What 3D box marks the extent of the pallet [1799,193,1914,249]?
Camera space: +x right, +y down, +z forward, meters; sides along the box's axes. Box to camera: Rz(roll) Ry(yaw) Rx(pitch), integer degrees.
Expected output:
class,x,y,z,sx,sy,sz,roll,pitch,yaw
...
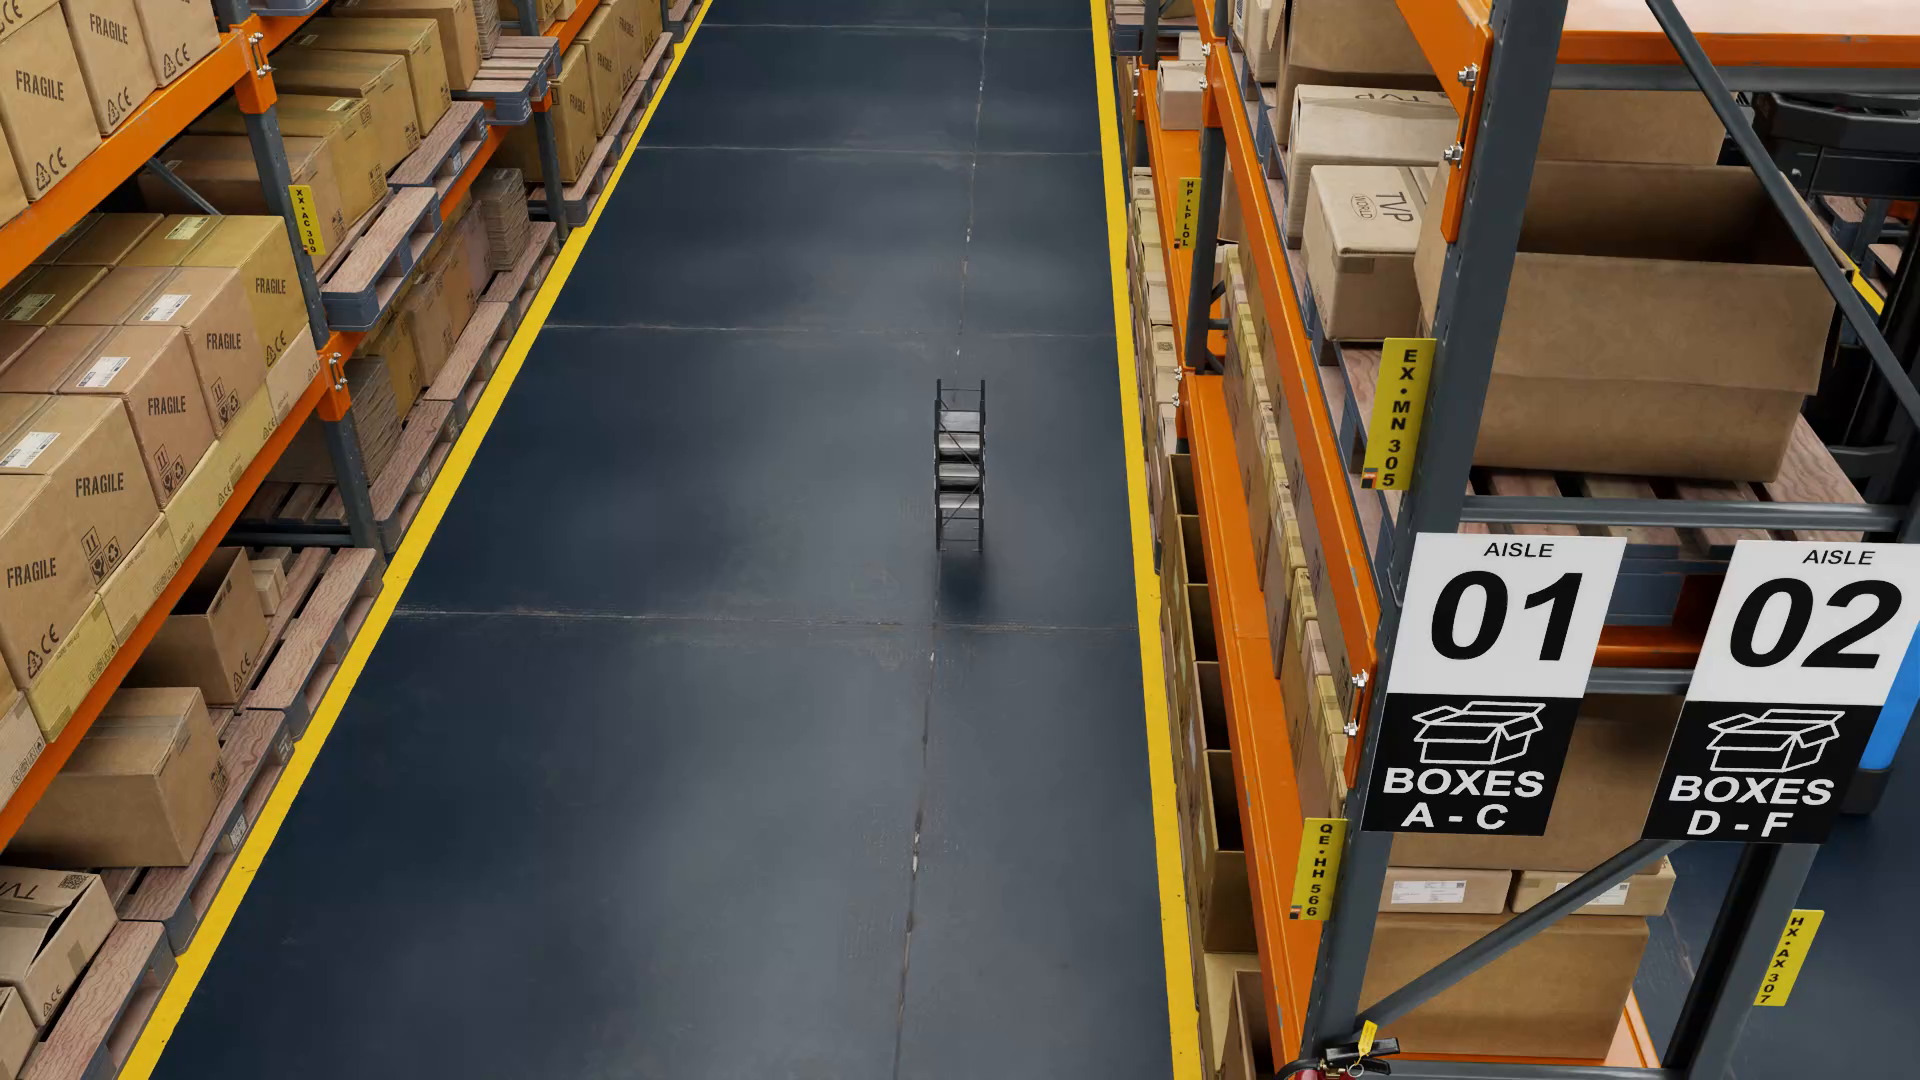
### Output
class,x,y,z,sx,sy,sz,roll,pitch,yaw
pallet,6.622,-2.446,11.993,1.003,0.211,1.213,1,35,2

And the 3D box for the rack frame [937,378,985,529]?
class,x,y,z,sx,sy,sz,roll,pitch,yaw
rack frame,0.004,-0.431,8.527,0.240,0.900,0.006,1,35,2

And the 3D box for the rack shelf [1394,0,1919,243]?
class,x,y,z,sx,sy,sz,roll,pitch,yaw
rack shelf,1.442,-1.799,4.403,1.077,0.370,4.000,1,35,2

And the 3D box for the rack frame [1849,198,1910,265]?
class,x,y,z,sx,sy,sz,roll,pitch,yaw
rack frame,6.632,-3.133,10.545,1.000,3.000,0.127,1,35,2

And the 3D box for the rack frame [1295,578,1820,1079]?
class,x,y,z,sx,sy,sz,roll,pitch,yaw
rack frame,1.362,1.346,4.171,1.000,3.000,0.127,1,35,2

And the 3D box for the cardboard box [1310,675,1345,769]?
class,x,y,z,sx,sy,sz,roll,pitch,yaw
cardboard box,1.206,0.519,4.698,0.380,0.149,0.250,1,35,1

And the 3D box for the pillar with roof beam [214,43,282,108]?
class,x,y,z,sx,sy,sz,roll,pitch,yaw
pillar with roof beam,0.118,-4.990,7.970,9.100,9.000,0.400,1,35,2

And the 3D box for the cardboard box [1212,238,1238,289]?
class,x,y,z,sx,sy,sz,roll,pitch,yaw
cardboard box,1.374,-1.406,8.205,0.396,0.266,0.258,1,35,1

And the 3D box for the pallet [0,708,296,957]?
class,x,y,z,sx,sy,sz,roll,pitch,yaw
pallet,-3.465,1.166,6.853,1.003,0.211,1.213,1,35,2

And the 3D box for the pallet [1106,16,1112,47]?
class,x,y,z,sx,sy,sz,roll,pitch,yaw
pallet,1.872,-4.802,15.344,1.003,0.211,1.213,1,35,2

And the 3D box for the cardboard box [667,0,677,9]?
class,x,y,z,sx,sy,sz,roll,pitch,yaw
cardboard box,-2.974,-5.237,15.347,0.700,0.500,0.500,2,35,2

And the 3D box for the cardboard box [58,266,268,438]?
class,x,y,z,sx,sy,sz,roll,pitch,yaw
cardboard box,-3.152,-0.752,6.618,0.500,0.500,0.500,1,35,2

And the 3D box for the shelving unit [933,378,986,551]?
class,x,y,z,sx,sy,sz,roll,pitch,yaw
shelving unit,0.000,-0.373,8.444,0.258,0.900,0.210,1,35,2

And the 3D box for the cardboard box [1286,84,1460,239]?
class,x,y,z,sx,sy,sz,roll,pitch,yaw
cardboard box,1.167,-1.061,4.578,0.500,0.311,0.500,5,35,7

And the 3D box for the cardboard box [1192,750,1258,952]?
class,x,y,z,sx,sy,sz,roll,pitch,yaw
cardboard box,1.111,1.103,5.892,0.500,0.500,0.500,1,35,2

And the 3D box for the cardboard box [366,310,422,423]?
class,x,y,z,sx,sy,sz,roll,pitch,yaw
cardboard box,-3.444,-0.943,9.220,0.700,0.500,0.500,1,35,1

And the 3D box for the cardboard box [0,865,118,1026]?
class,x,y,z,sx,sy,sz,roll,pitch,yaw
cardboard box,-3.447,1.431,6.006,0.500,0.311,0.500,4,35,6

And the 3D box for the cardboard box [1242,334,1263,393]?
class,x,y,z,sx,sy,sz,roll,pitch,yaw
cardboard box,1.290,-0.665,6.382,0.380,0.149,0.250,1,35,1

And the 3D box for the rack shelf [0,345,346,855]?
class,x,y,z,sx,sy,sz,roll,pitch,yaw
rack shelf,-3.508,0.379,6.173,1.077,0.370,4.000,1,35,2

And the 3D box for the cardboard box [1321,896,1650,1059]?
class,x,y,z,sx,sy,sz,roll,pitch,yaw
cardboard box,1.393,1.038,4.524,0.700,0.500,0.500,1,35,2

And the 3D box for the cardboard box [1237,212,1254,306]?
class,x,y,z,sx,sy,sz,roll,pitch,yaw
cardboard box,1.511,-1.268,6.676,0.700,0.500,0.500,1,35,2

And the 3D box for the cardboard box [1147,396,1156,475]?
class,x,y,z,sx,sy,sz,roll,pitch,yaw
cardboard box,1.272,-0.534,8.873,0.500,0.250,0.500,1,35,1

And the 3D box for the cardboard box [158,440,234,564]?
class,x,y,z,sx,sy,sz,roll,pitch,yaw
cardboard box,-3.177,-0.156,6.422,0.500,0.250,0.500,1,35,2

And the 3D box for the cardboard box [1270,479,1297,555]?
class,x,y,z,sx,sy,sz,roll,pitch,yaw
cardboard box,1.247,-0.075,5.543,0.380,0.149,0.250,1,35,1

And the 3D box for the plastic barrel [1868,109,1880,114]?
class,x,y,z,sx,sy,sz,roll,pitch,yaw
plastic barrel,6.568,-2.895,12.005,0.421,0.512,0.421,0,35,0

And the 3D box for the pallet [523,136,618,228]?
class,x,y,z,sx,sy,sz,roll,pitch,yaw
pallet,-3.160,-2.672,12.315,1.003,0.211,1.213,1,35,2

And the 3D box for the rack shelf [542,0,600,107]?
class,x,y,z,sx,sy,sz,roll,pitch,yaw
rack shelf,-3.186,-4.217,12.713,1.077,0.370,4.000,1,35,2

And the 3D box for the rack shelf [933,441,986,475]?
class,x,y,z,sx,sy,sz,roll,pitch,yaw
rack shelf,0.000,-0.419,8.411,0.258,0.077,0.200,1,35,2

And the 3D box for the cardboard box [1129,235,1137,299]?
class,x,y,z,sx,sy,sz,roll,pitch,yaw
cardboard box,1.349,-1.714,10.552,0.500,0.250,0.500,0,35,1

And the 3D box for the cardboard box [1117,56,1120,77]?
class,x,y,z,sx,sy,sz,roll,pitch,yaw
cardboard box,1.571,-4.126,13.750,0.500,0.500,0.500,2,35,3

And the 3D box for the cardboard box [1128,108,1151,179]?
class,x,y,z,sx,sy,sz,roll,pitch,yaw
cardboard box,1.486,-2.950,12.076,0.500,0.500,0.500,3,35,4

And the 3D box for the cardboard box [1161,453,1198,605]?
class,x,y,z,sx,sy,sz,roll,pitch,yaw
cardboard box,1.191,-0.046,7.527,0.500,0.500,0.500,1,35,2

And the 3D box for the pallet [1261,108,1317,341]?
class,x,y,z,sx,sy,sz,roll,pitch,yaw
pallet,1.462,-0.953,4.911,1.003,0.211,1.213,1,35,2

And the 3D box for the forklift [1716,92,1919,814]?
class,x,y,z,sx,sy,sz,roll,pitch,yaw
forklift,3.602,-0.895,7.420,1.130,2.935,3.031,6,36,8

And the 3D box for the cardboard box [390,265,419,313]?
class,x,y,z,sx,sy,sz,roll,pitch,yaw
cardboard box,-3.383,-1.503,9.365,0.500,0.250,0.500,0,35,1

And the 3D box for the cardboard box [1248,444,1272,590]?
class,x,y,z,sx,sy,sz,roll,pitch,yaw
cardboard box,1.472,-0.146,6.208,0.700,0.500,0.500,2,35,3

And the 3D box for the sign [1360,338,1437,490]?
class,x,y,z,sx,sy,sz,roll,pitch,yaw
sign,0.820,-0.231,3.106,0.100,0.325,0.005,1,35,2

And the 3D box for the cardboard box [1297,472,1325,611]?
class,x,y,z,sx,sy,sz,roll,pitch,yaw
cardboard box,1.431,-0.116,5.036,0.700,0.500,0.500,1,35,2

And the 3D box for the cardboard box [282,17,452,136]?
class,x,y,z,sx,sy,sz,roll,pitch,yaw
cardboard box,-3.303,-2.596,9.312,0.700,0.500,0.500,1,35,2

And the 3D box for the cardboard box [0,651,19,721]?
class,x,y,z,sx,sy,sz,roll,pitch,yaw
cardboard box,-3.239,0.429,4.937,0.500,0.500,0.500,1,35,2

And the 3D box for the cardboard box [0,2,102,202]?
class,x,y,z,sx,sy,sz,roll,pitch,yaw
cardboard box,-3.218,-1.435,5.416,0.500,0.500,0.500,0,35,0

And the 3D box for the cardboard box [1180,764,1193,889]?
class,x,y,z,sx,sy,sz,roll,pitch,yaw
cardboard box,1.136,1.123,6.516,0.500,0.250,0.500,1,35,2

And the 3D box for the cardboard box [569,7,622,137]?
class,x,y,z,sx,sy,sz,roll,pitch,yaw
cardboard box,-3.065,-3.577,12.681,0.750,0.750,0.750,1,35,2

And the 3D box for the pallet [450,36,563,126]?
class,x,y,z,sx,sy,sz,roll,pitch,yaw
pallet,-3.189,-2.872,10.340,1.213,0.211,1.003,1,35,2

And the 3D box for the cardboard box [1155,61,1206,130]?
class,x,y,z,sx,sy,sz,roll,pitch,yaw
cardboard box,1.454,-2.704,10.012,0.500,0.311,0.500,1,35,1

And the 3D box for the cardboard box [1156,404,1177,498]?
class,x,y,z,sx,sy,sz,roll,pitch,yaw
cardboard box,1.252,-0.467,8.290,0.500,0.311,0.500,1,35,2

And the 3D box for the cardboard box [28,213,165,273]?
class,x,y,z,sx,sy,sz,roll,pitch,yaw
cardboard box,-3.655,-1.052,7.045,0.500,0.500,0.500,1,35,1

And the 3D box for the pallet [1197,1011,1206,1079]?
class,x,y,z,sx,sy,sz,roll,pitch,yaw
pallet,1.351,2.047,5.600,1.003,0.211,1.213,1,35,2

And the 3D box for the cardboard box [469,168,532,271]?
class,x,y,z,sx,sy,sz,roll,pitch,yaw
cardboard box,-3.244,-2.105,10.873,0.700,0.500,0.500,2,35,3

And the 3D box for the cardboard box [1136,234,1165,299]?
class,x,y,z,sx,sy,sz,roll,pitch,yaw
cardboard box,1.333,-1.637,9.955,0.500,0.311,0.500,0,35,1

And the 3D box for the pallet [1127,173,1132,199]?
class,x,y,z,sx,sy,sz,roll,pitch,yaw
pallet,1.751,-2.537,12.122,1.003,0.211,1.213,1,35,2

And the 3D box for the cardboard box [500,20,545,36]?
class,x,y,z,sx,sy,sz,roll,pitch,yaw
cardboard box,-3.022,-3.451,11.199,0.380,0.149,0.250,1,35,1
